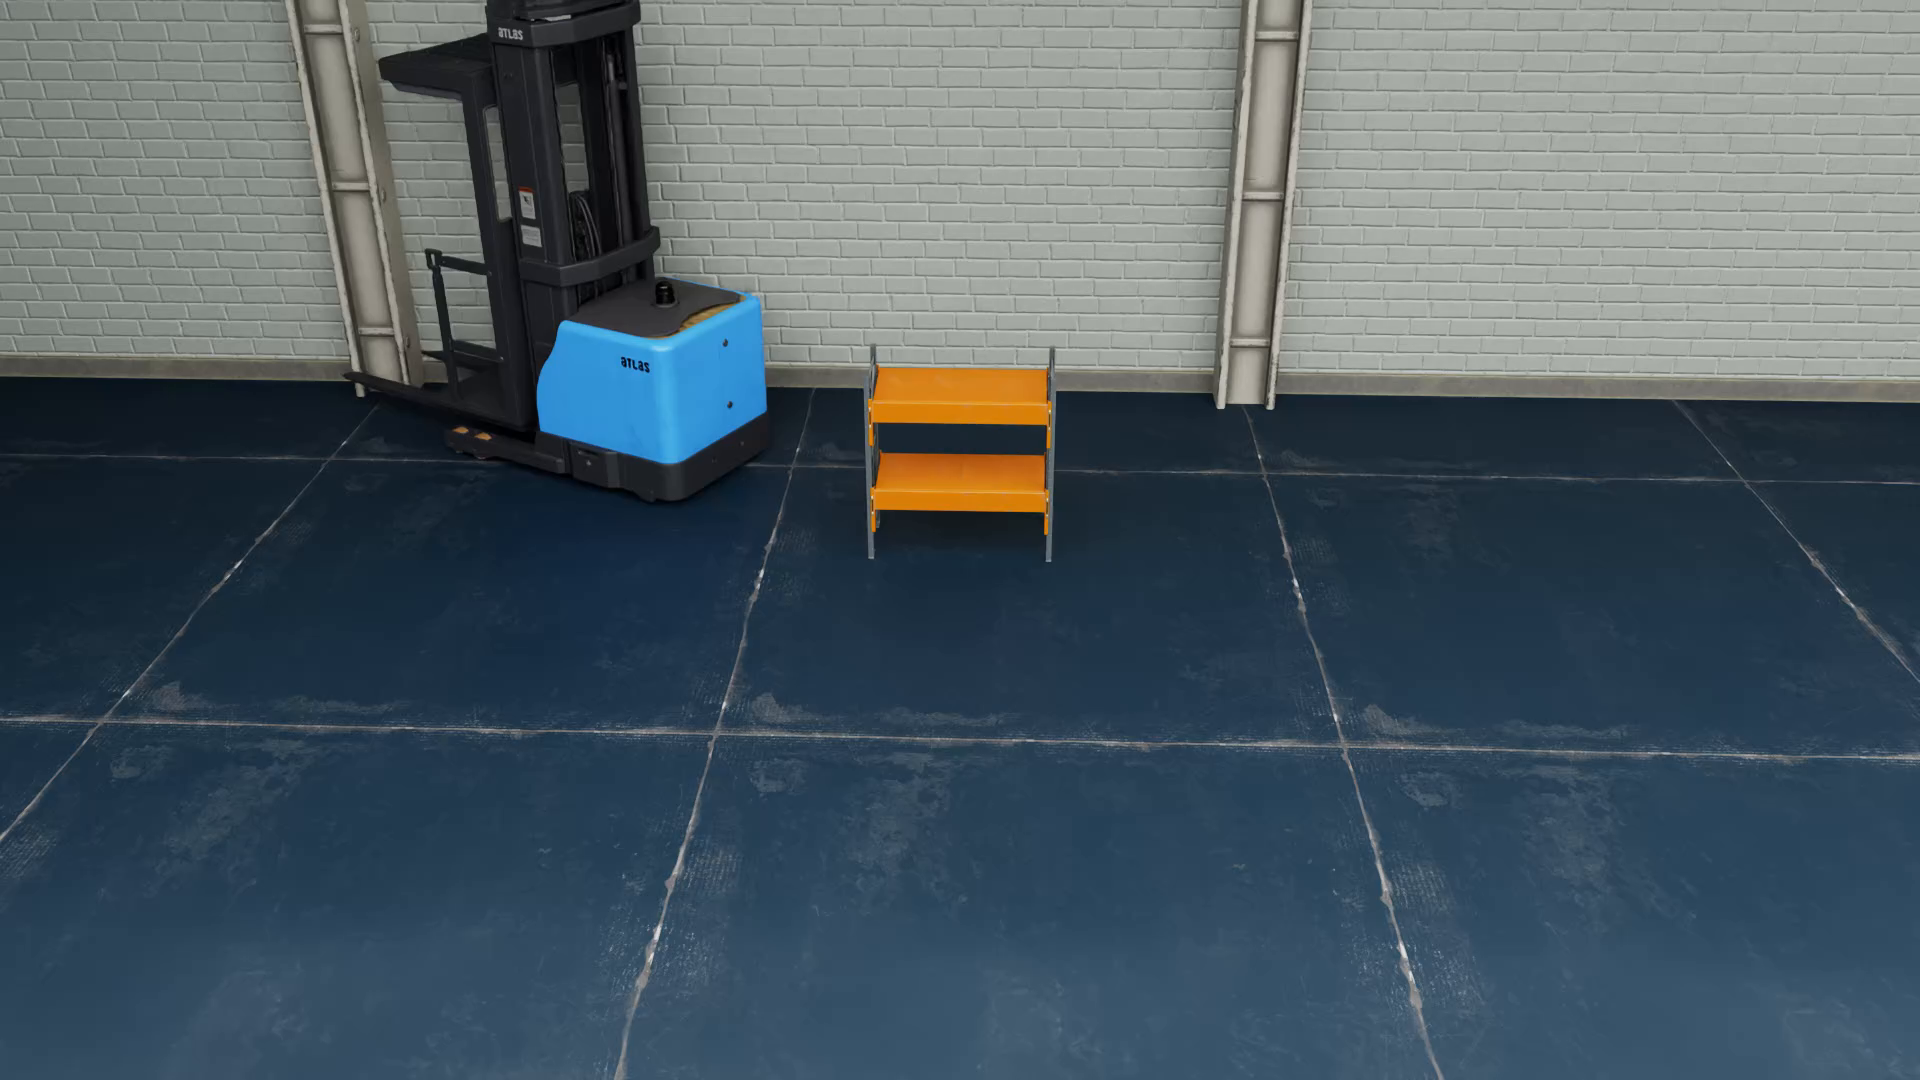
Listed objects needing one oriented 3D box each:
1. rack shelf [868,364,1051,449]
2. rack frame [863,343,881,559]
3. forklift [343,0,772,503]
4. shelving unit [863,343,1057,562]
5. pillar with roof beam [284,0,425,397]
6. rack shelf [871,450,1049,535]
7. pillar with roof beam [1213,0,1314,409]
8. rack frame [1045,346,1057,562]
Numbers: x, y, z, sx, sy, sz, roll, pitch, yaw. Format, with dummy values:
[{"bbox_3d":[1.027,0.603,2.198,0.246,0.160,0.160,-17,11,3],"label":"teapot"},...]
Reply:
[{"bbox_3d":[0.007,-0.755,9.349,1.000,0.278,0.538,1,28,2],"label":"rack shelf"},{"bbox_3d":[-0.501,-0.505,9.502,0.032,1.125,0.500,1,28,2],"label":"rack frame"},{"bbox_3d":[-2.758,-2.013,10.419,3.031,2.935,1.130,15,31,26],"label":"forklift"},{"bbox_3d":[0.007,-0.497,9.486,1.048,1.125,0.538,1,28,2],"label":"shelving unit"},{"bbox_3d":[-4.176,-3.036,5.869,0.400,9.000,9.100,1,28,2],"label":"pillar with roof beam"},{"bbox_3d":[0.007,-0.281,9.601,1.000,0.278,0.538,1,28,2],"label":"rack shelf"},{"bbox_3d":[1.820,-2.937,5.682,0.400,9.000,9.100,1,28,2],"label":"pillar with roof beam"},{"bbox_3d":[0.515,-0.488,9.470,0.032,1.125,0.500,1,28,2],"label":"rack frame"}]
